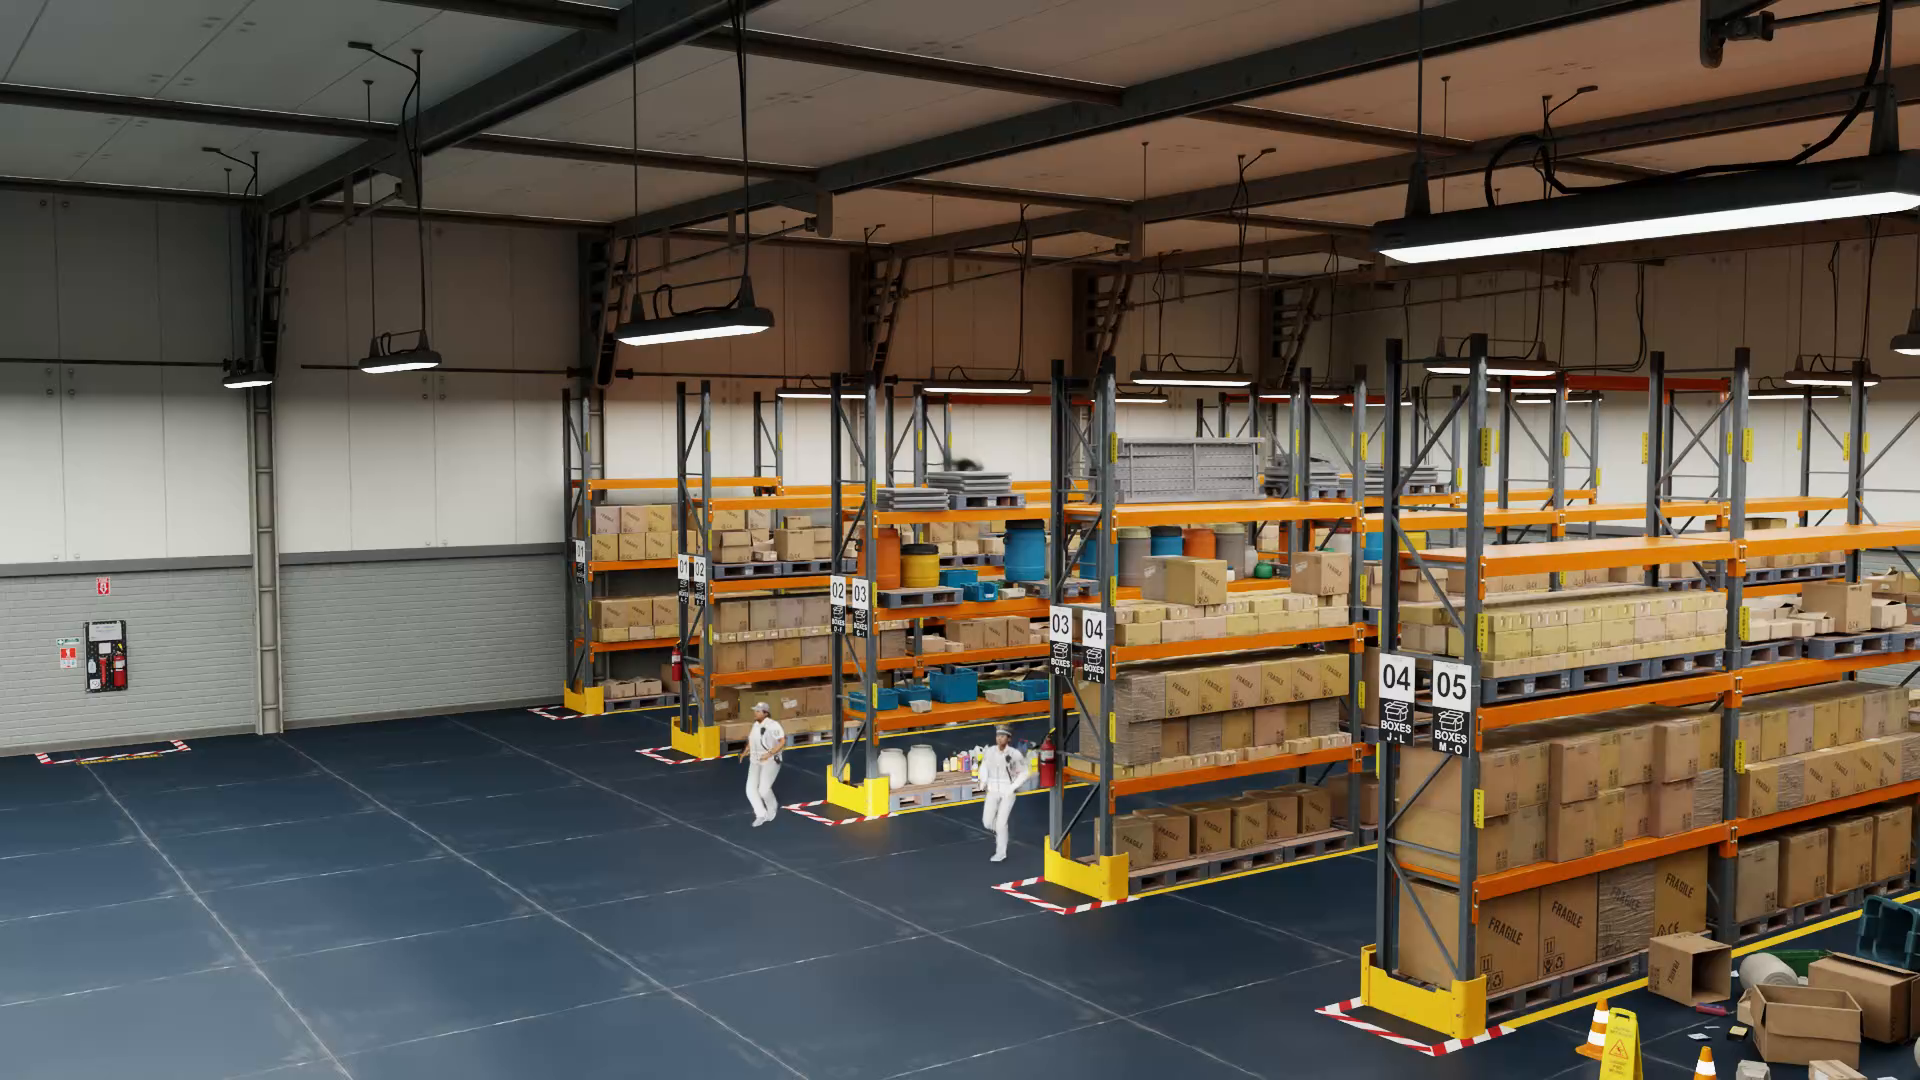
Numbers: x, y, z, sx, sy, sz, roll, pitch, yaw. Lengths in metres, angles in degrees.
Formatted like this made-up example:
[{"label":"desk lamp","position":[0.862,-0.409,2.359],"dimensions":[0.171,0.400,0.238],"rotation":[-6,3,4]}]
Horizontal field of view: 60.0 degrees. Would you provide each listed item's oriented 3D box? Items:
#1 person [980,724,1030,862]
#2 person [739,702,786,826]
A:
[{"label":"person","position":[0.528,3.044,20.191],"dimensions":[0.657,1.653,0.542],"rotation":[2,4,24]},{"label":"person","position":[-2.638,2.962,22.019],"dimensions":[0.754,1.638,0.516],"rotation":[2,4,29]}]
